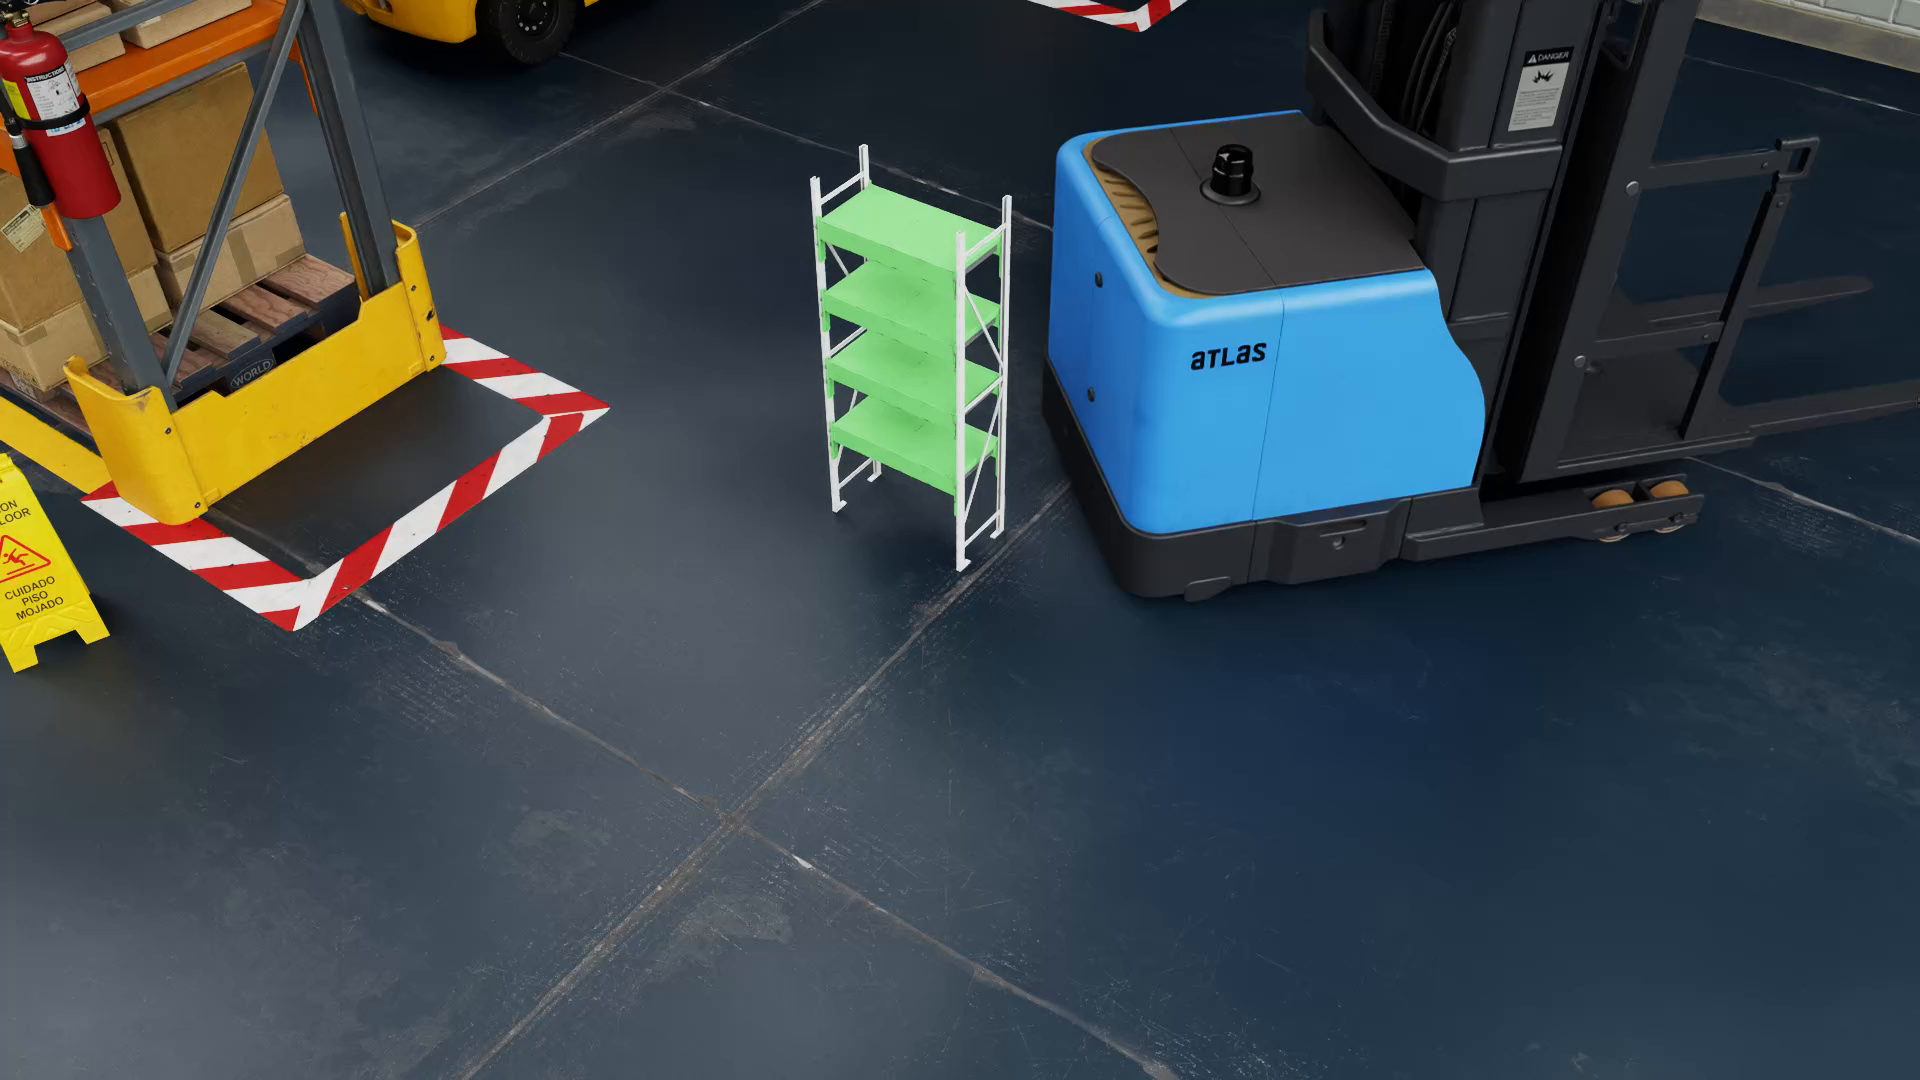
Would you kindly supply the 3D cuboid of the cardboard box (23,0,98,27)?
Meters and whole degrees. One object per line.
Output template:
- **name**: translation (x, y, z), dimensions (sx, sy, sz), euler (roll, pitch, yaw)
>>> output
- **cardboard box**: translation (-2.840, -1.708, 4.612), dimensions (0.500, 0.500, 0.500), euler (24, 47, 25)

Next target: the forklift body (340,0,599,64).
- **forklift body**: translation (-1.990, -3.628, 7.691), dimensions (1.214, 2.155, 2.313), euler (25, 48, 25)

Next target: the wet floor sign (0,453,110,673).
- **wet floor sign**: translation (-2.696, 0.032, 4.731), dimensions (0.267, 0.644, 0.232), euler (-25, 48, -25)

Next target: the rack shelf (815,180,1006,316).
- **rack shelf**: translation (-0.136, -0.821, 4.643), dimensions (0.480, 0.148, 0.258), euler (25, 48, 25)

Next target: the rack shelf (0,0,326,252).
- **rack shelf**: translation (-3.875, -2.000, 5.776), dimensions (4.000, 0.370, 1.077), euler (25, 48, 25)

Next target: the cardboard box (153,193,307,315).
- **cardboard box**: translation (-2.739, -1.094, 5.971), dimensions (0.500, 0.250, 0.500), euler (25, 47, 25)

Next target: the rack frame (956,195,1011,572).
- **rack frame**: translation (0.064, -0.417, 4.816), dimensions (0.015, 1.200, 0.240), euler (25, 48, 25)

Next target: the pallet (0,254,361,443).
- **pallet**: translation (-2.944, -0.823, 6.011), dimensions (1.213, 0.211, 1.003), euler (25, 48, 25)

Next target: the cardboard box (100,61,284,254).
- **cardboard box**: translation (-2.759, -1.383, 5.730), dimensions (0.500, 0.500, 0.500), euler (24, 47, 24)

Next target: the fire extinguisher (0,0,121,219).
- **fire extinguisher**: translation (-2.408, -1.178, 4.376), dimensions (0.183, 0.674, 0.296), euler (25, 48, 25)

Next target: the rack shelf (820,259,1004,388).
- **rack shelf**: translation (-0.136, -0.642, 4.803), dimensions (0.480, 0.148, 0.258), euler (25, 48, 25)

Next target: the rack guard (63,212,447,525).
- **rack guard**: translation (-2.300, -0.600, 5.546), dimensions (0.348, 0.500, 1.175), euler (25, 48, 25)

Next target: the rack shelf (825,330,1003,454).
- **rack shelf**: translation (-0.136, -0.463, 4.963), dimensions (0.480, 0.148, 0.258), euler (25, 48, 25)

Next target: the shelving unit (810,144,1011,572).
- **shelving unit**: translation (-0.136, -0.511, 4.921), dimensions (0.503, 1.200, 0.258), euler (25, 48, 25)

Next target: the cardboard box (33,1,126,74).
- **cardboard box**: translation (-2.666, -1.436, 4.793), dimensions (0.250, 0.149, 0.380), euler (27, 48, 27)

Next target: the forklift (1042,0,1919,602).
- **forklift**: translation (1.849, -1.422, 4.641), dimensions (3.031, 2.935, 1.130), euler (-9, 43, -10)

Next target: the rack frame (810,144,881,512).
- **rack frame**: translation (-0.335, -0.604, 5.025), dimensions (0.015, 1.200, 0.240), euler (25, 48, 25)

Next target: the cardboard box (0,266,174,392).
- **cardboard box**: translation (-3.073, -0.806, 5.649), dimensions (0.500, 0.250, 0.500), euler (25, 47, 25)

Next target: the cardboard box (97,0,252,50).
- **cardboard box**: translation (-2.397, -1.652, 5.035), dimensions (0.250, 0.149, 0.380), euler (25, 48, 25)

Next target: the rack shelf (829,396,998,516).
- **rack shelf**: translation (-0.136, -0.284, 5.123), dimensions (0.480, 0.148, 0.258), euler (25, 48, 25)

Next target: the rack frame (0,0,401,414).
- **rack frame**: translation (-2.237, -1.503, 4.680), dimensions (0.127, 3.000, 1.000), euler (25, 48, 25)

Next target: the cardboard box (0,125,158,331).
- **cardboard box**: translation (-3.043, -1.078, 5.390), dimensions (0.500, 0.500, 0.500), euler (25, 48, 26)
